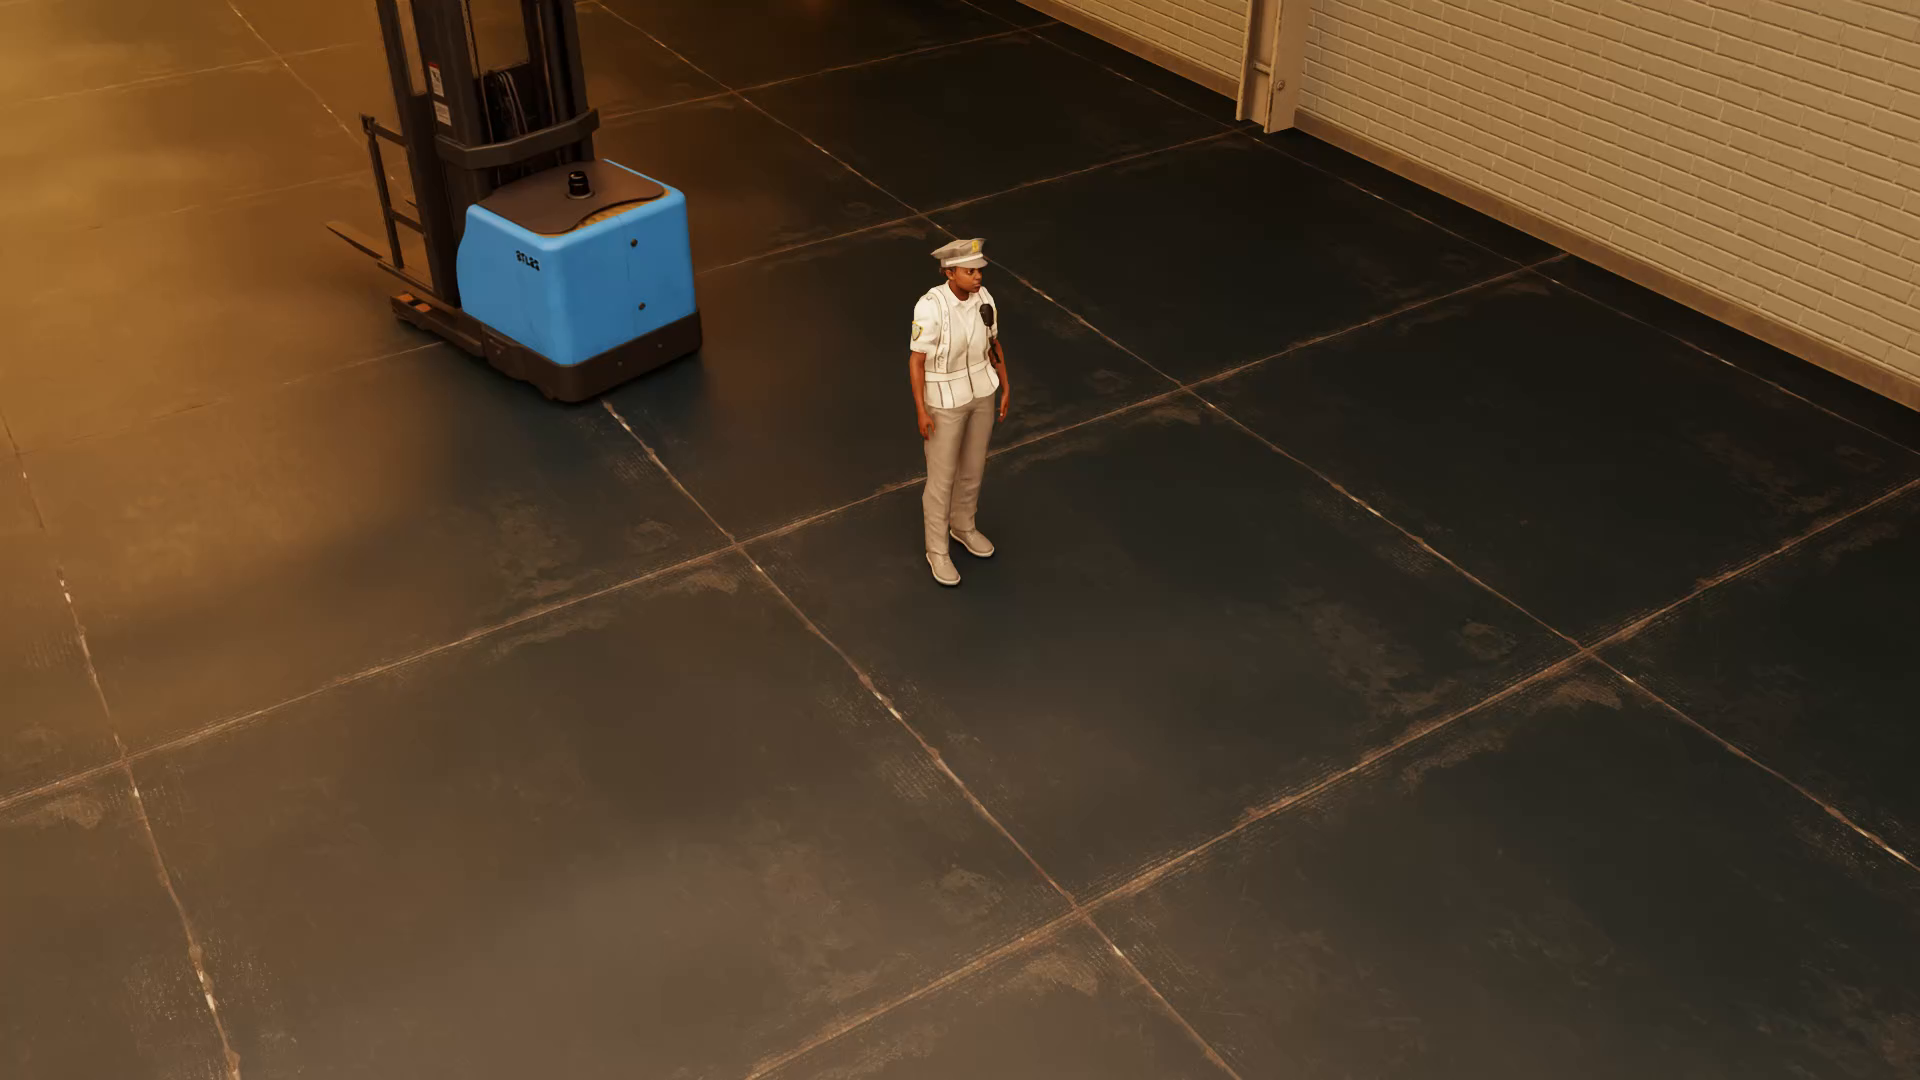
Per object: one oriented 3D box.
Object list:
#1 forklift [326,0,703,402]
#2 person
[{"bbox_3d":[-3.015,-2.733,10.037,3.031,2.935,1.130,28,44,34],"label":"forklift"},{"bbox_3d":[0.024,-0.657,8.145,0.569,1.695,0.528,-21,40,-27],"label":"person"}]
